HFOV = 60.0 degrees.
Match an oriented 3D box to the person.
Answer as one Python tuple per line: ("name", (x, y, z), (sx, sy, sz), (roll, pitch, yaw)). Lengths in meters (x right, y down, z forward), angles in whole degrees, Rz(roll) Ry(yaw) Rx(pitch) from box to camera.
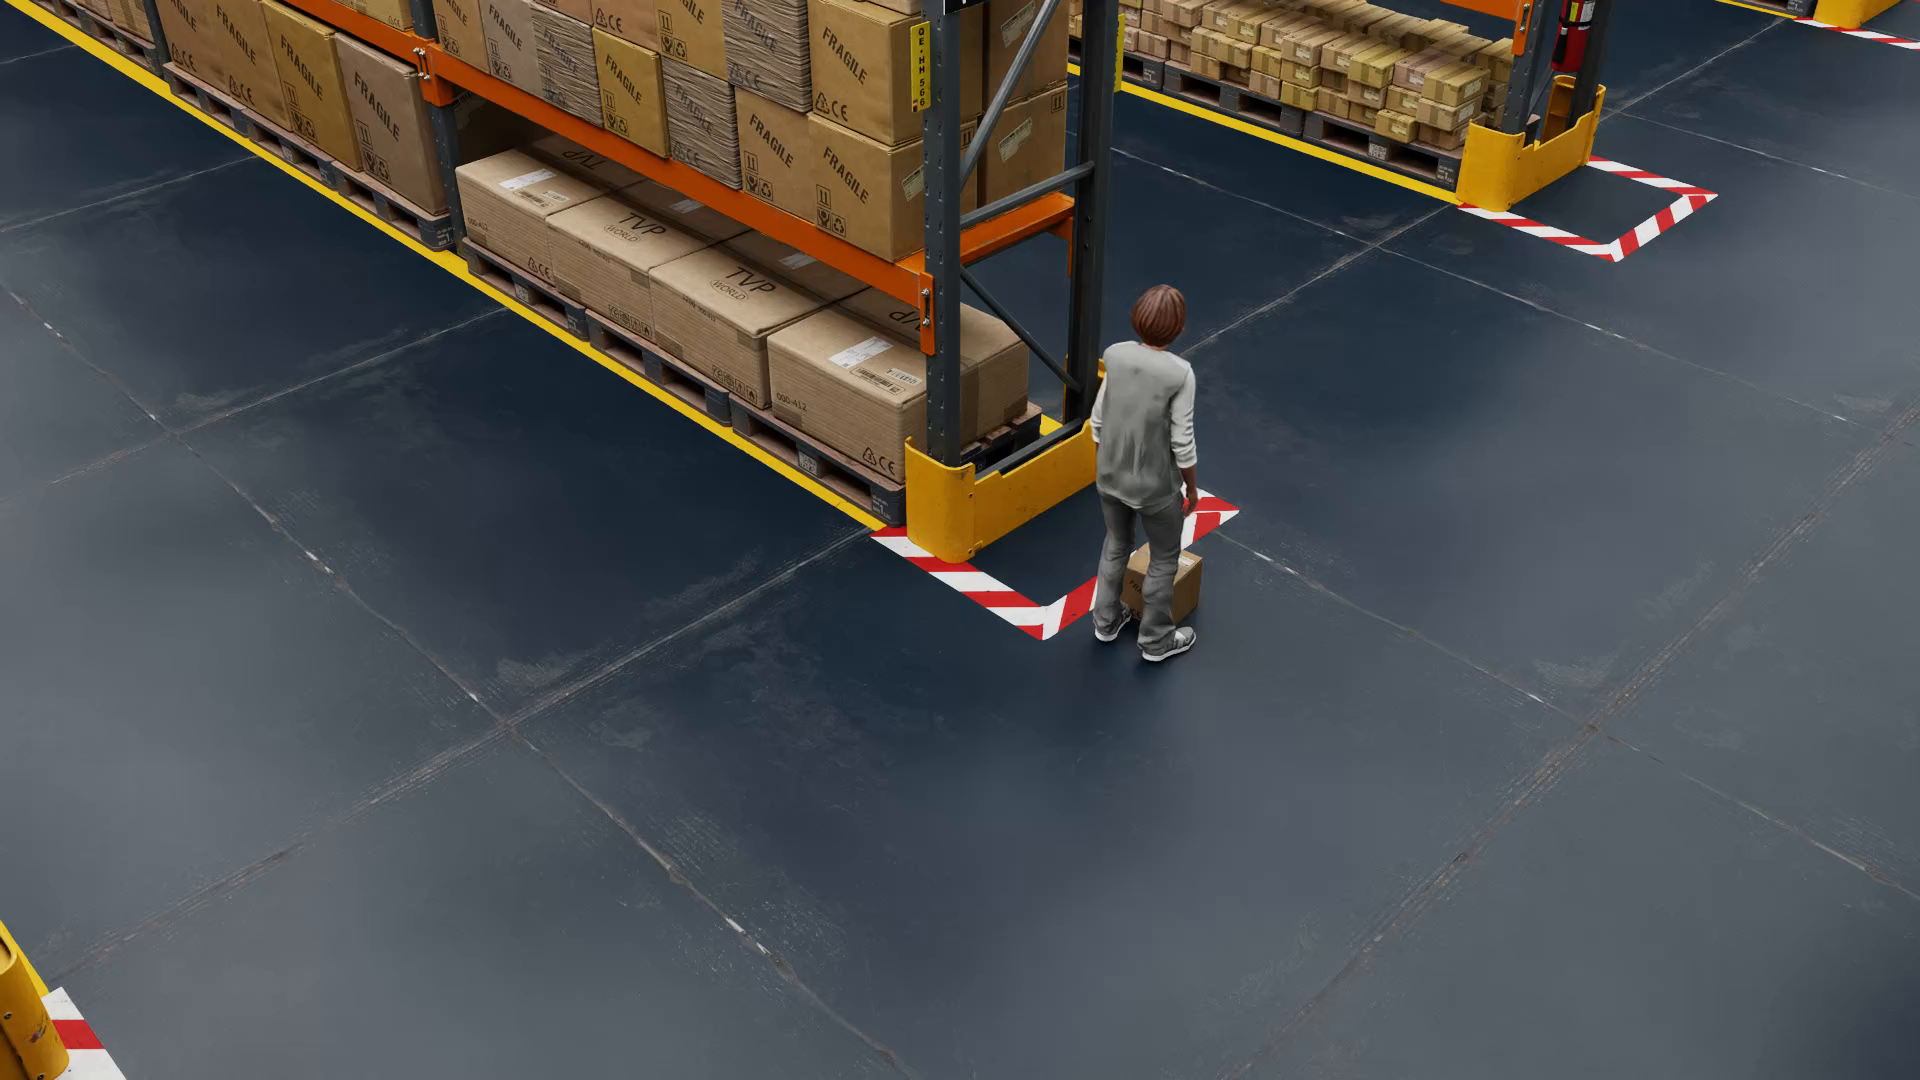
("person", (0.716, -0.232, 6.486), (0.468, 1.581, 0.349), (25, 43, 30))
